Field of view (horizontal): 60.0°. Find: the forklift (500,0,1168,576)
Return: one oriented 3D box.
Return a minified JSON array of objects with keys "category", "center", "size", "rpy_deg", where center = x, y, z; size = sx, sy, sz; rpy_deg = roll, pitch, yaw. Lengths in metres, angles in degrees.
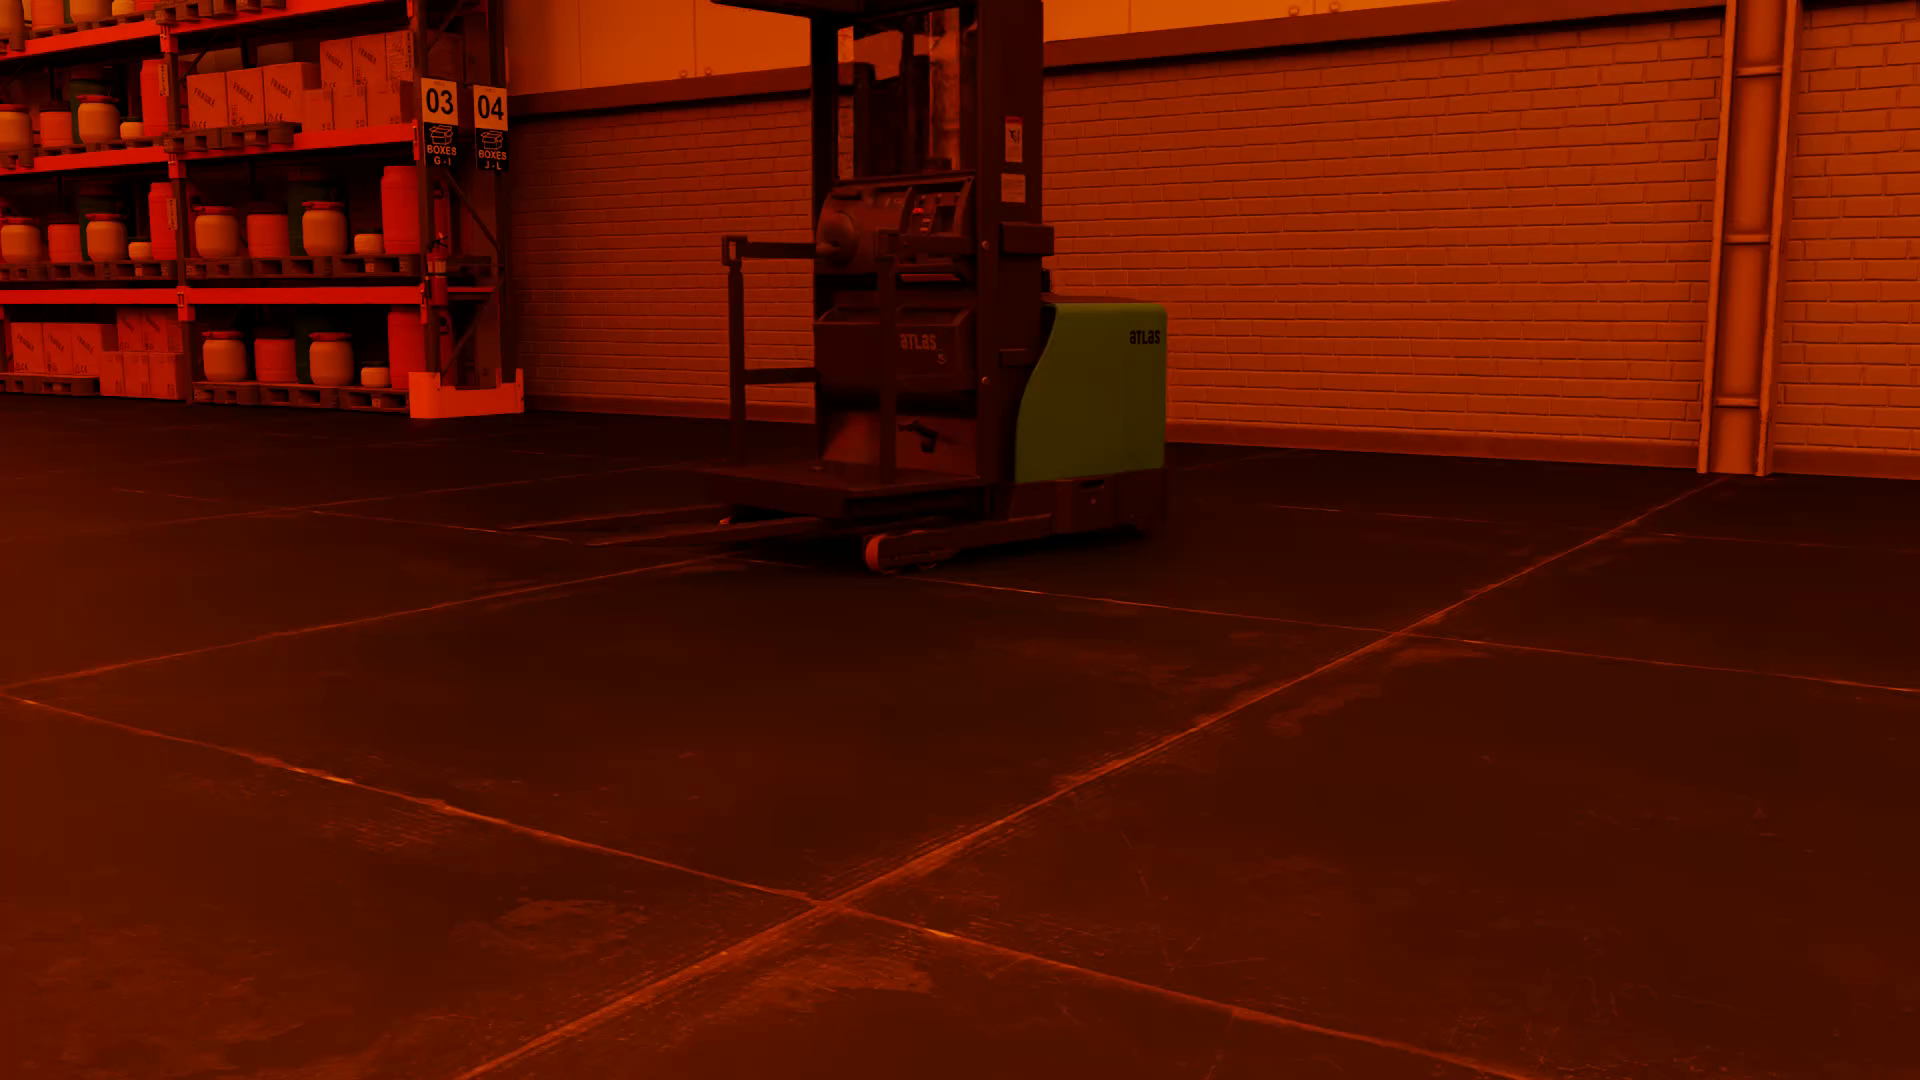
[{"category":"forklift","center":[-0.438,-1.391,6.977],"size":[3.031,2.935,1.130],"rpy_deg":[-8,11,-43]}]
